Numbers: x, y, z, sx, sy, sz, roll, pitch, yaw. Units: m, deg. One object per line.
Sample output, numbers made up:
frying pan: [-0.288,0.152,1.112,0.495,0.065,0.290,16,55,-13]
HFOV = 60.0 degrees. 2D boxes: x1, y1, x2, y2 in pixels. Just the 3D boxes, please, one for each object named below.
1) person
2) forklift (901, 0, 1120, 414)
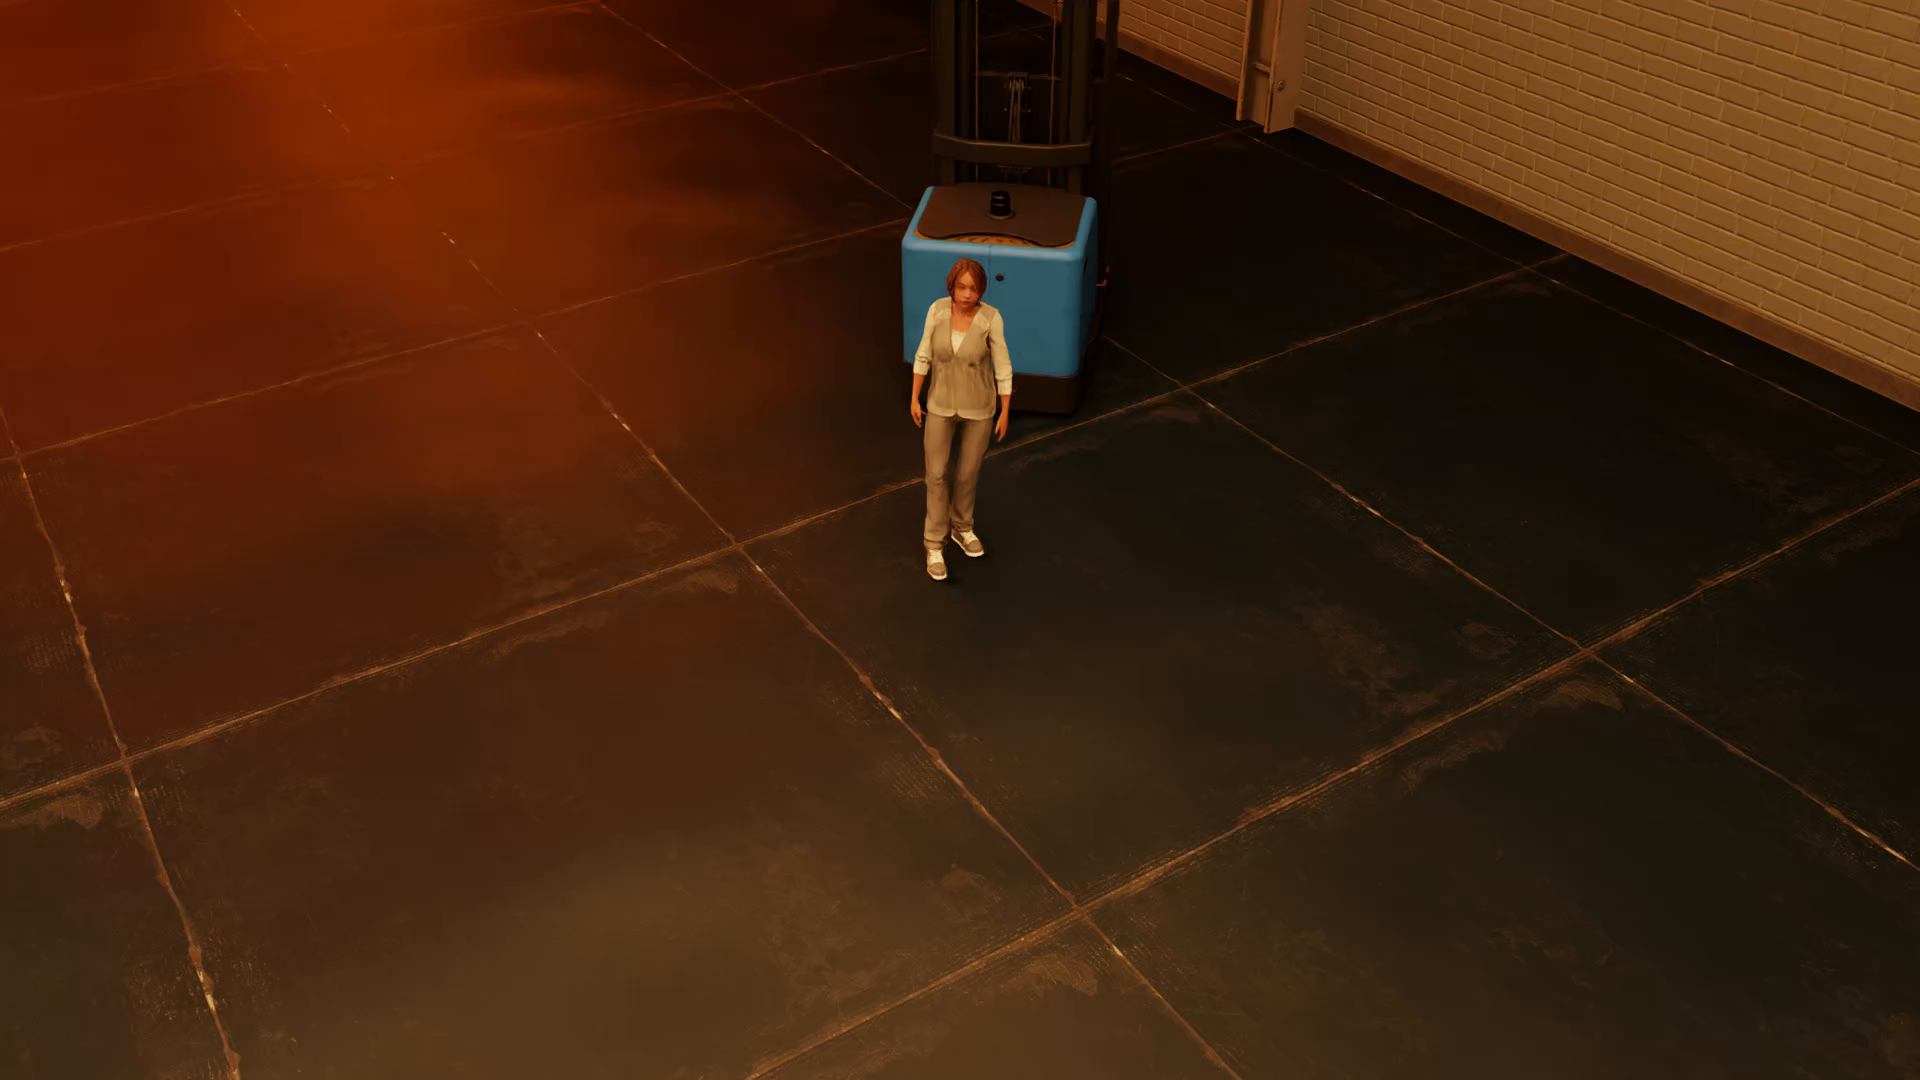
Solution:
person: [-0.012,-0.578,8.136,0.499,1.597,0.542,6,36,9]
forklift: [0.414,-2.768,10.087,1.130,2.935,3.031,6,35,8]
